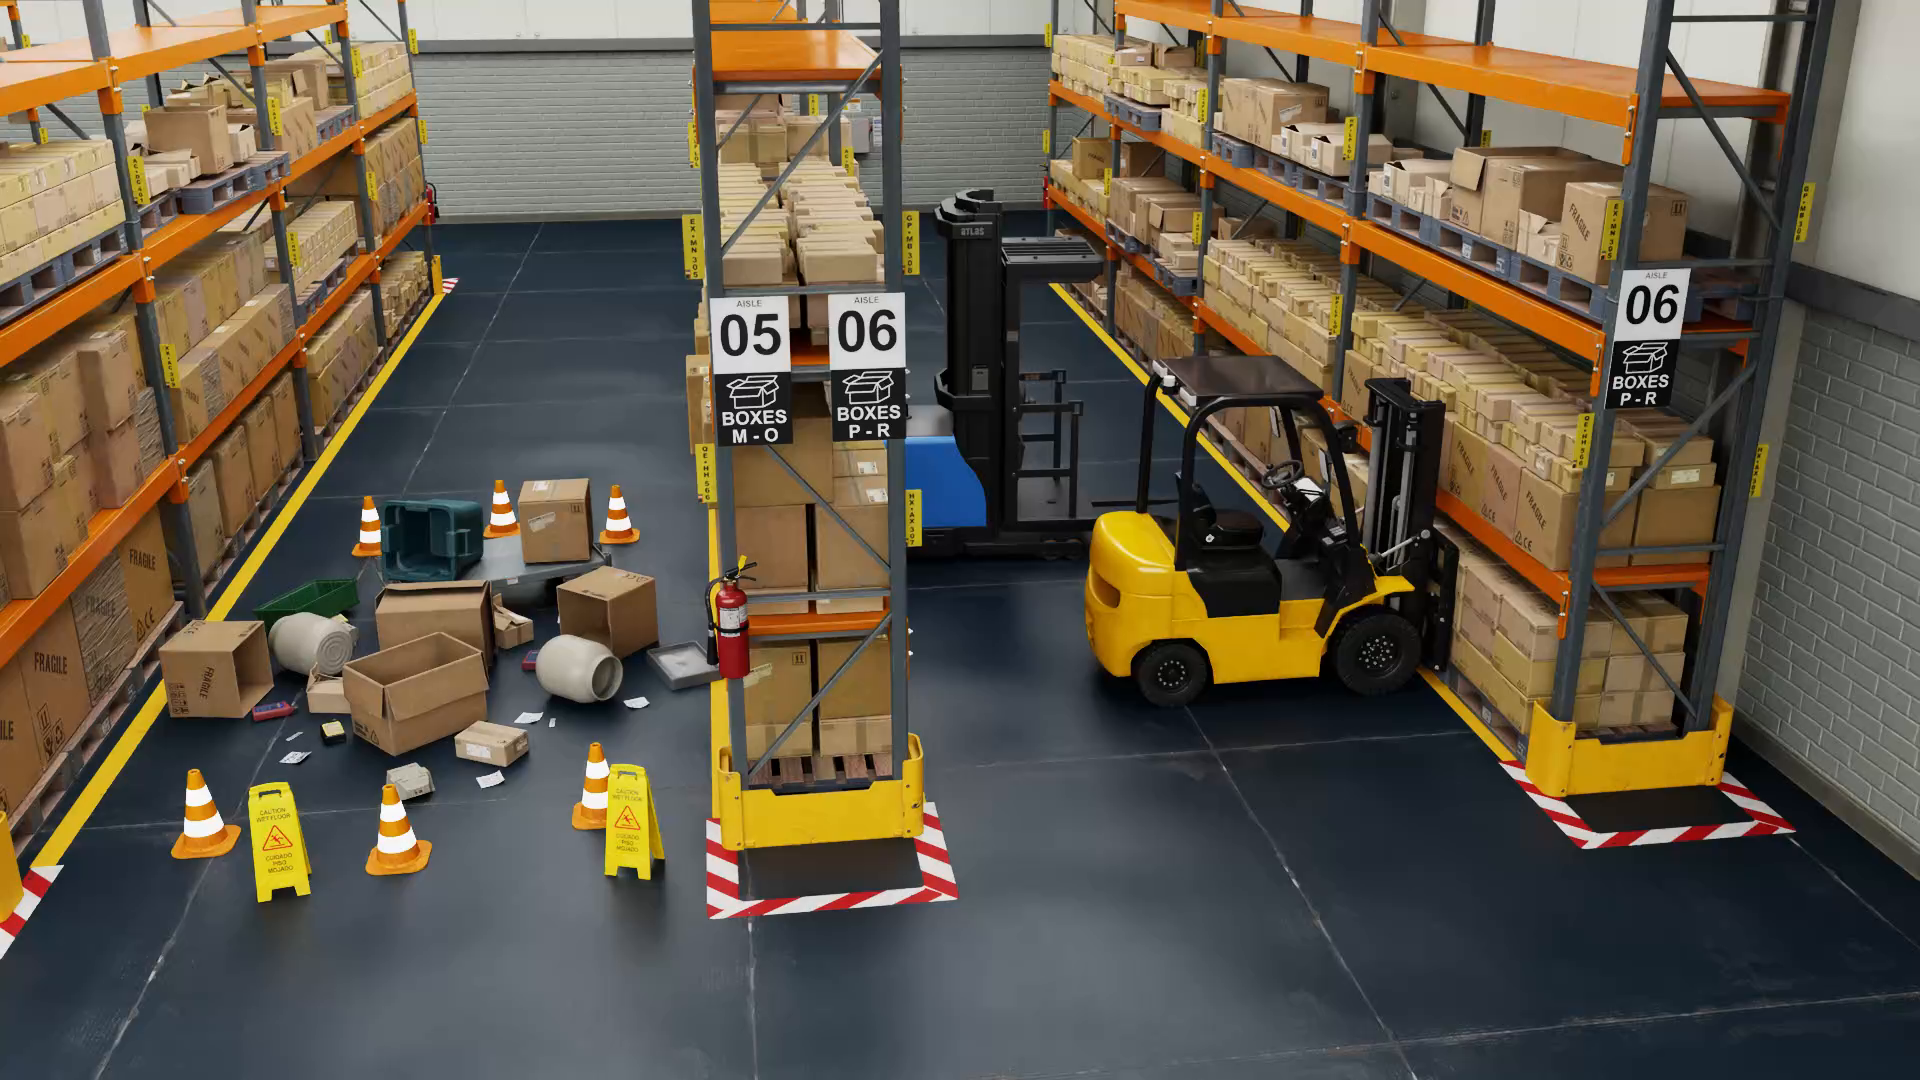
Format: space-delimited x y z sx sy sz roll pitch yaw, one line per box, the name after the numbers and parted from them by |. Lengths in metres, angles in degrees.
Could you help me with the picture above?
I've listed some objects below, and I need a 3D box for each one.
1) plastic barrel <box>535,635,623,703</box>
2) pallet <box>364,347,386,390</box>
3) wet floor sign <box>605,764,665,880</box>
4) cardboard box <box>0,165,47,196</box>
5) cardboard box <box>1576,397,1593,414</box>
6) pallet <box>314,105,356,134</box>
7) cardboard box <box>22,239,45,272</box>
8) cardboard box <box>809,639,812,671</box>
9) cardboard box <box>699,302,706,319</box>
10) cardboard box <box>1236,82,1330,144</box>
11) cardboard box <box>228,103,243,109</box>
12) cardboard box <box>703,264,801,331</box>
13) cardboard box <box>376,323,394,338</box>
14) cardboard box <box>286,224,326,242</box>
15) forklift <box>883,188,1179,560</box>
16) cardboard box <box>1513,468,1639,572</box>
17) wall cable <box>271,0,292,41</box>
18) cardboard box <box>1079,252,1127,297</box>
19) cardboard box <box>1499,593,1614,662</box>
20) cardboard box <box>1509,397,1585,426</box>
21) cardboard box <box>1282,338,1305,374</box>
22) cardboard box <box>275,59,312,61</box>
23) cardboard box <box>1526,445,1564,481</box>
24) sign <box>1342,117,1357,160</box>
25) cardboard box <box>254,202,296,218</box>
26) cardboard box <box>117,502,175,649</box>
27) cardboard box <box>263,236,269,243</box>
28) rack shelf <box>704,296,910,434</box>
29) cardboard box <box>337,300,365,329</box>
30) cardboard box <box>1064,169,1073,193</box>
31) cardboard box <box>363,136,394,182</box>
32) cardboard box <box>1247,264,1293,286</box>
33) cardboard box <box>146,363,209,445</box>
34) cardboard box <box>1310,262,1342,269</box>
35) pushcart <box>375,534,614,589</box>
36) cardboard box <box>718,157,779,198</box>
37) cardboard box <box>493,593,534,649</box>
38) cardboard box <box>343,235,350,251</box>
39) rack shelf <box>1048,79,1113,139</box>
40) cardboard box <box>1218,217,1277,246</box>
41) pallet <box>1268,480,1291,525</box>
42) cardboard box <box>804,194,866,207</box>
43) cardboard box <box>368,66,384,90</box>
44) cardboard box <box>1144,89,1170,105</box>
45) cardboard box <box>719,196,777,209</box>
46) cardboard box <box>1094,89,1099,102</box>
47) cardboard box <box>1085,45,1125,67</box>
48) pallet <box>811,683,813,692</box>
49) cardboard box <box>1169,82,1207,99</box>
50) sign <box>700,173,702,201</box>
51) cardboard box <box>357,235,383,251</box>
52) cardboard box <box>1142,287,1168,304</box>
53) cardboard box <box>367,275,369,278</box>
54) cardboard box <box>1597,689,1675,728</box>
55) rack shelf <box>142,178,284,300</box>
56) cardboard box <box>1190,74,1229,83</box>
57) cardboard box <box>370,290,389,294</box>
-2.593 0.883 11.322 0.512 0.421 0.421 12 24 30 | plastic barrel
-7.297 -1.980 19.289 1.003 0.211 1.213 -3 21 -8 | pallet
-1.828 1.537 9.252 0.267 0.644 0.232 4 21 11 | wet floor sign
-5.708 -2.143 9.930 0.380 0.149 0.250 -3 21 -8 | cardboard box
4.200 -0.824 10.713 0.380 0.149 0.250 -3 21 -7 | cardboard box
-7.427 -4.654 18.444 1.213 0.211 1.003 -3 21 -8 | pallet
-5.667 -1.678 9.826 0.380 0.149 0.250 -3 21 -8 | cardboard box
-0.723 0.572 10.729 0.500 0.500 0.500 -4 21 -10 | cardboard box
-1.473 -1.384 11.711 0.700 0.500 0.500 -3 21 -7 | cardboard box
2.996 -3.970 15.459 0.700 0.500 0.500 -3 21 -9 | cardboard box
-7.253 -3.980 16.230 0.500 0.500 0.500 -3 21 -8 | cardboard box
-1.137 -1.323 9.048 0.500 0.250 0.500 -3 21 -8 | cardboard box
-7.145 -2.559 20.329 0.380 0.149 0.250 -4 21 -10 | cardboard box
-6.932 -3.240 17.586 0.380 0.149 0.250 -3 21 -9 | cardboard box
0.628 -1.391 13.824 3.031 2.935 1.130 -2 21 -4 | forklift
3.784 -0.141 10.238 0.500 0.500 0.500 -3 21 -9 | cardboard box
-10.314 -11.174 26.750 2.277 5.999 0.120 -3 21 -8 | wall cable
2.037 -3.629 22.691 0.700 0.500 0.500 -4 21 -10 | cardboard box
3.739 0.542 10.452 0.500 0.250 0.500 -2 21 -6 | cardboard box
3.761 -0.804 10.660 0.380 0.149 0.250 -3 21 -7 | cardboard box
3.128 -1.587 14.466 0.500 0.250 0.500 -3 21 -8 | cardboard box
-7.851 -5.579 19.585 0.380 0.149 0.250 -3 21 -8 | cardboard box
3.721 -0.481 10.220 0.380 0.149 0.250 -3 21 -7 | cardboard box
3.002 -3.086 12.790 0.100 0.325 0.005 -3 21 -8 | sign
-7.809 -3.754 18.962 0.380 0.149 0.250 -2 21 -5 | cardboard box
-6.236 0.234 11.813 0.875 0.875 0.875 -3 21 -7 | cardboard box
-7.615 -3.160 17.799 0.380 0.149 0.250 -3 21 -9 | cardboard box
-1.085 -1.446 10.616 1.077 0.370 4.000 -3 21 -8 | rack shelf
-6.992 -2.509 18.621 0.500 0.250 0.500 -2 21 -5 | cardboard box
1.756 -5.025 23.247 0.500 0.250 0.500 -3 21 -9 | cardboard box
-7.366 -4.733 20.680 0.500 0.500 0.500 -3 21 -7 | cardboard box
2.912 -2.486 15.590 0.380 0.149 0.250 -2 21 -7 | cardboard box
-6.067 -1.028 12.613 0.500 0.500 0.500 -3 21 -7 | cardboard box
3.517 -2.519 15.679 0.380 0.149 0.250 -3 21 -9 | cardboard box
-3.622 0.290 12.974 1.648 0.377 0.936 -11 23 -26 | pushcart
-1.601 -2.797 12.819 0.500 0.250 0.500 -3 21 -9 | cardboard box
-3.380 0.601 12.302 0.396 0.266 0.258 17 27 39 | cardboard box
-7.085 -3.331 18.680 0.380 0.149 0.250 -3 21 -8 | cardboard box
2.096 -5.853 22.414 1.077 0.370 4.000 -3 21 -8 | rack shelf
3.042 -3.137 17.658 0.500 0.500 0.500 -2 21 -5 | cardboard box
3.393 -0.269 14.708 1.003 0.211 1.213 -3 21 -8 | pallet
-0.794 -2.101 10.560 0.380 0.149 0.250 -3 21 -7 | cardboard box
-7.368 -5.651 20.346 0.500 0.250 0.500 -3 21 -7 | cardboard box
2.281 -4.969 18.635 0.380 0.149 0.250 -2 21 -7 | cardboard box
-1.345 -2.072 10.483 0.380 0.149 0.250 -3 21 -7 | cardboard box
1.947 -5.753 21.477 0.380 0.149 0.250 -3 21 -8 | cardboard box
1.927 -6.314 21.696 0.500 0.250 0.500 -3 21 -7 | cardboard box
-1.063 0.890 11.606 1.003 0.211 1.213 -3 21 -8 | pallet
2.471 -4.834 17.879 0.380 0.149 0.250 -3 21 -9 | cardboard box
-3.076 -4.254 20.043 0.100 0.325 0.005 -3 21 -8 | sign
-7.127 -3.552 19.874 0.380 0.149 0.250 -2 21 -6 | cardboard box
2.390 -2.921 19.869 0.380 0.149 0.250 -3 21 -8 | cardboard box
-8.031 -3.521 22.053 0.380 0.149 0.250 -2 21 -6 | cardboard box
4.237 0.974 10.724 0.500 0.250 0.500 -3 21 -8 | cardboard box
-6.546 -2.546 13.562 1.077 0.370 4.000 -3 21 -8 | rack shelf
2.791 -5.132 18.648 0.380 0.149 0.250 -2 21 -6 | cardboard box
-7.321 -3.009 20.683 0.380 0.149 0.250 -3 21 -9 | cardboard box
